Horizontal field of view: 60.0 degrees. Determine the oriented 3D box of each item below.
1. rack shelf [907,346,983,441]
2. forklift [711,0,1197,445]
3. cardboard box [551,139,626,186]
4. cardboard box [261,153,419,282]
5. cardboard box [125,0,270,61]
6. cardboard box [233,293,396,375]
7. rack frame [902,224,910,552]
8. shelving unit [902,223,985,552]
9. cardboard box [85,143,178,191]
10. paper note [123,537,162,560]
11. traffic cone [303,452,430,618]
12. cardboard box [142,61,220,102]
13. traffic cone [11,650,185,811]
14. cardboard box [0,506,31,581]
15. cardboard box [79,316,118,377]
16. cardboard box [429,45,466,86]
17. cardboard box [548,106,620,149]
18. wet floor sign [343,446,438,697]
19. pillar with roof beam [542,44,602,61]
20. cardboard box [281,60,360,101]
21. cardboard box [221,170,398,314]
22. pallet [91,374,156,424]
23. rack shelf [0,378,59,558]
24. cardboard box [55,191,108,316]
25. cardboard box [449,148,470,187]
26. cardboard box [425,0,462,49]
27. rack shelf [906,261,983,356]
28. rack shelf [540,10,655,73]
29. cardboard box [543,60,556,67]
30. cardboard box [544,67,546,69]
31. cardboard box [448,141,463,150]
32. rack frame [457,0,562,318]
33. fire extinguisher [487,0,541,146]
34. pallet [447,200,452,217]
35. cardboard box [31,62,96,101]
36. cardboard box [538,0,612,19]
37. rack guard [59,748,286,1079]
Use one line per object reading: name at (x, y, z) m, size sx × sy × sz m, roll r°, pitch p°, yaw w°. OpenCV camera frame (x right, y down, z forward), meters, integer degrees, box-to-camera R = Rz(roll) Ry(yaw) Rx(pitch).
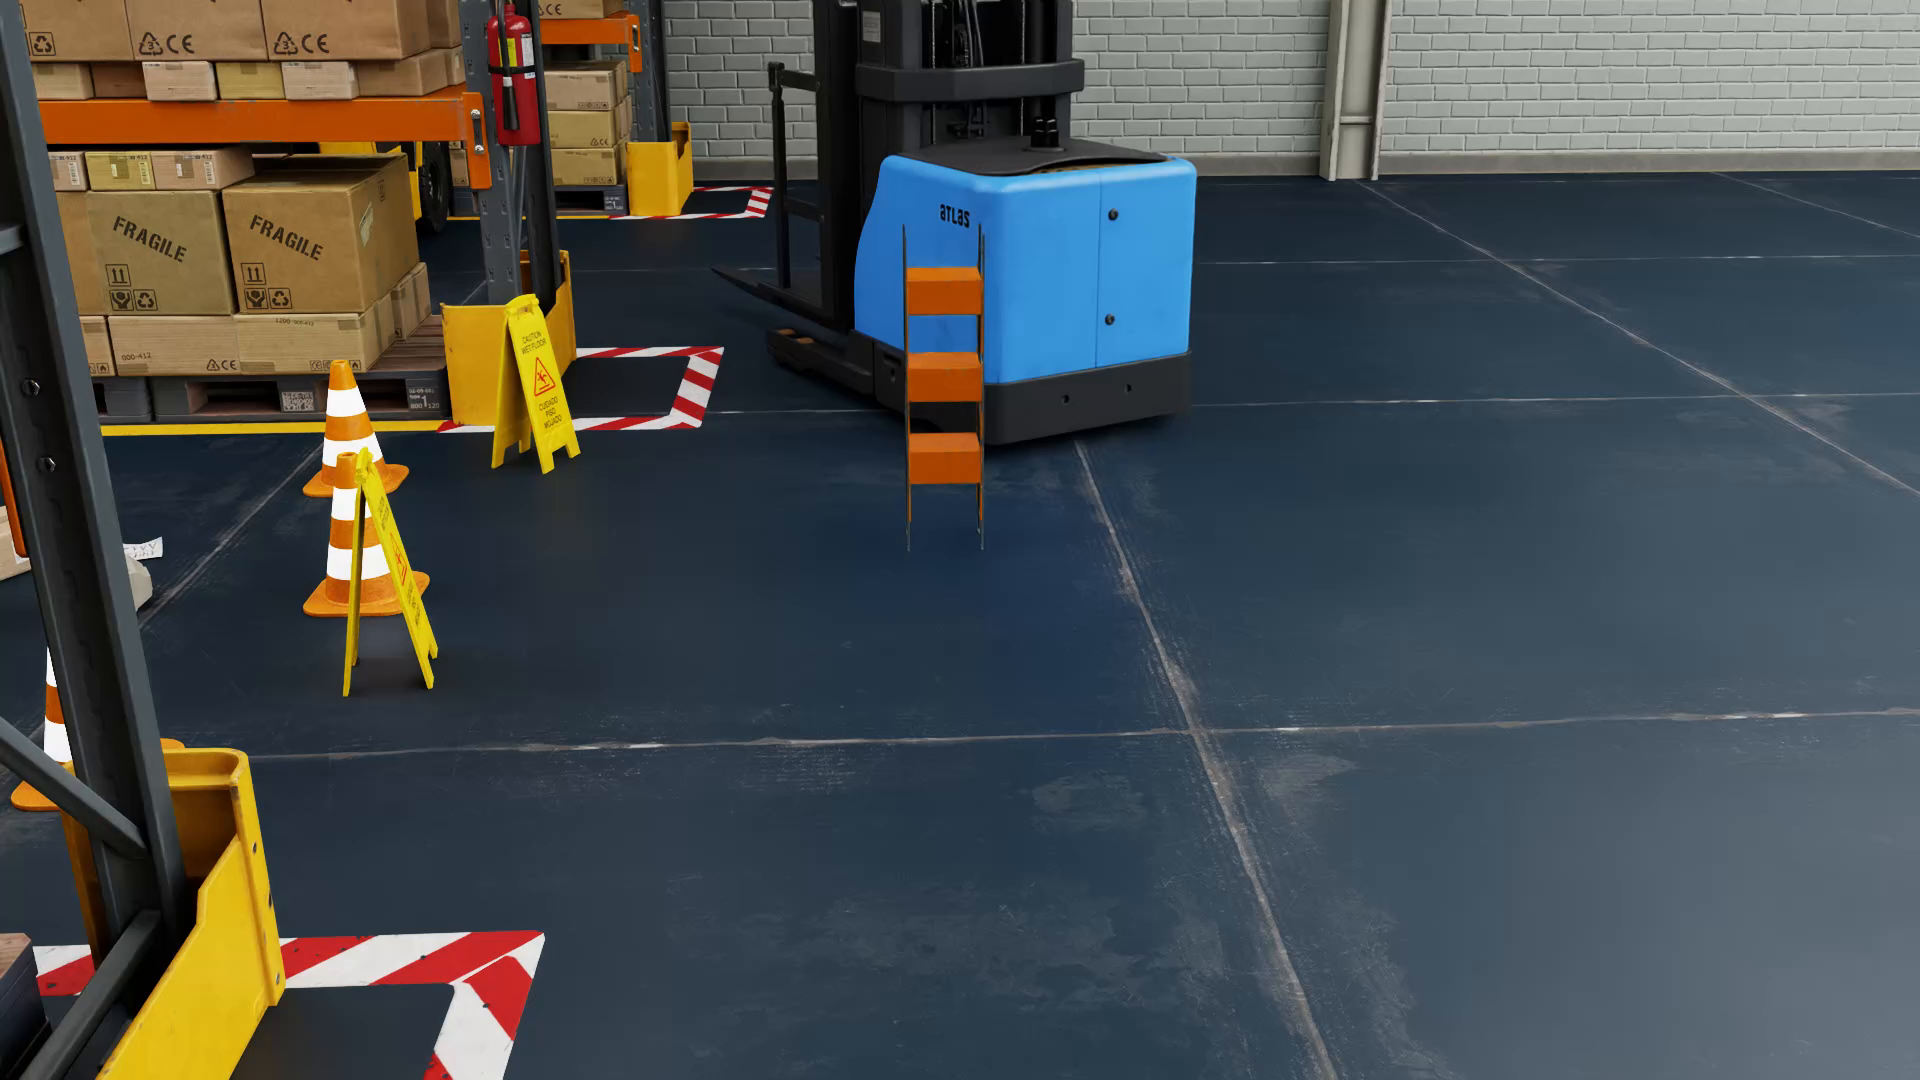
rack shelf at (-0.053, -0.480, 5.435) m, size 0.240 × 0.259 × 0.215 m, roll -1°, pitch 21°, yaw -3°
forklift at (-0.248, -2.209, 7.304) m, size 1.130 × 2.935 × 3.031 m, roll -12°, pitch 24°, yaw -29°
cardboard box at (-2.625, -2.636, 11.603) m, size 0.500 × 0.250 × 0.500 m, roll -1°, pitch 21°, yaw -3°
cardboard box at (-2.732, -1.426, 7.371) m, size 0.500 × 0.500 × 0.500 m, roll -2°, pitch 21°, yaw -5°
cardboard box at (-2.913, -2.152, 6.498) m, size 0.500 × 0.500 × 0.500 m, roll -1°, pitch 21°, yaw -3°
cardboard box at (-2.702, -0.882, 6.996) m, size 0.500 × 0.250 × 0.500 m, roll -1°, pitch 21°, yaw -3°
rack frame at (-0.175, -0.487, 5.425) m, size 0.008 × 1.050 × 0.200 m, roll -1°, pitch 21°, yaw -3°
shelving unit at (-0.053, -0.490, 5.431) m, size 0.252 × 1.050 × 0.215 m, roll -1°, pitch 21°, yaw -3°
cardboard box at (-3.285, -1.504, 6.664) m, size 0.250 × 0.149 × 0.380 m, roll -1°, pitch 21°, yaw -2°
paper note at (-2.717, 0.031, 5.498) m, size 0.142 × 0.019 × 0.148 m, roll -9°, pitch 23°, yaw -22°
traffic cone at (-1.840, -0.043, 5.085) m, size 0.334 × 0.463 × 0.336 m, roll -1°, pitch 21°, yaw -3°
cardboard box at (-3.007, -1.824, 6.550) m, size 0.250 × 0.149 × 0.380 m, roll -1°, pitch 21°, yaw -2°
traffic cone at (-2.115, 0.365, 4.012) m, size 0.334 × 0.463 × 0.336 m, roll -1°, pitch 21°, yaw -3°
cardboard box at (-3.079, -0.007, 5.430) m, size 0.250 × 0.149 × 0.380 m, roll 10°, pitch 23°, yaw 25°
cardboard box at (-3.718, -0.862, 6.944) m, size 0.500 × 0.250 × 0.500 m, roll -2°, pitch 21°, yaw -5°
cardboard box at (-2.238, -2.033, 7.097) m, size 0.250 × 0.149 × 0.380 m, roll -1°, pitch 21°, yaw -3°
cardboard box at (-2.642, -2.870, 11.516) m, size 0.500 × 0.250 × 0.500 m, roll -1°, pitch 21°, yaw -4°
wet floor sign at (-1.587, 0.069, 4.532) m, size 0.232 × 0.644 × 0.267 m, roll -5°, pitch 21°, yaw -12°
pillar with roof beam at (-2.675, -5.427, 7.228) m, size 0.400 × 9.000 × 9.100 m, roll -1°, pitch 21°, yaw -3°
cardboard box at (-2.494, -1.838, 6.585) m, size 0.250 × 0.149 × 0.380 m, roll -1°, pitch 21°, yaw -4°
cardboard box at (-2.672, -1.236, 6.872) m, size 0.500 × 0.500 × 0.500 m, roll -1°, pitch 21°, yaw -3°
pallet at (-3.991, -0.751, 7.297) m, size 1.213 × 0.211 × 1.003 m, roll -1°, pitch 21°, yaw -3°
rack shelf at (-3.500, 0.050, 2.285) m, size 4.000 × 0.370 × 1.077 m, roll -1°, pitch 21°, yaw -3°
cardboard box at (-3.697, -1.217, 6.821) m, size 0.500 × 0.500 × 0.500 m, roll -2°, pitch 21°, yaw -4°
cardboard box at (-3.622, -2.622, 11.567) m, size 0.500 × 0.250 × 0.500 m, roll -1°, pitch 21°, yaw -2°
cardboard box at (-2.375, -2.358, 7.040) m, size 0.500 × 0.500 × 0.500 m, roll -1°, pitch 21°, yaw -4°
rack shelf at (-0.053, -0.745, 5.334) m, size 0.240 × 0.259 × 0.215 m, roll -1°, pitch 21°, yaw -3°
rack shelf at (-4.171, -3.470, 11.530) m, size 4.000 × 0.370 × 1.077 m, roll -1°, pitch 21°, yaw -3°
cardboard box at (-3.163, -3.271, 11.866) m, size 0.500 × 0.250 × 0.500 m, roll -1°, pitch 21°, yaw -3°
cardboard box at (-3.125, -3.092, 11.397) m, size 0.500 × 0.250 × 0.500 m, roll -1°, pitch 21°, yaw -2°
cardboard box at (-3.657, -2.846, 11.452) m, size 0.500 × 0.250 × 0.500 m, roll -2°, pitch 21°, yaw -4°
rack frame at (-1.887, -2.083, 6.877) m, size 0.127 × 3.000 × 1.000 m, roll -1°, pitch 21°, yaw -3°
fire extinguisher at (-1.746, -1.886, 6.467) m, size 0.183 × 0.674 × 0.296 m, roll -1°, pitch 21°, yaw -3°
pallet at (-4.150, -2.489, 11.862) m, size 1.213 × 0.211 × 1.003 m, roll -1°, pitch 21°, yaw -3°
cardboard box at (-3.521, -1.831, 6.569) m, size 0.250 × 0.149 × 0.380 m, roll -1°, pitch 21°, yaw -4°
cardboard box at (-2.650, -3.790, 11.219) m, size 0.500 × 0.500 × 0.500 m, roll -2°, pitch 21°, yaw -4°
rack guard at (-1.479, 0.841, 2.710) m, size 0.348 × 0.500 × 1.175 m, roll -1°, pitch 21°, yaw -3°
